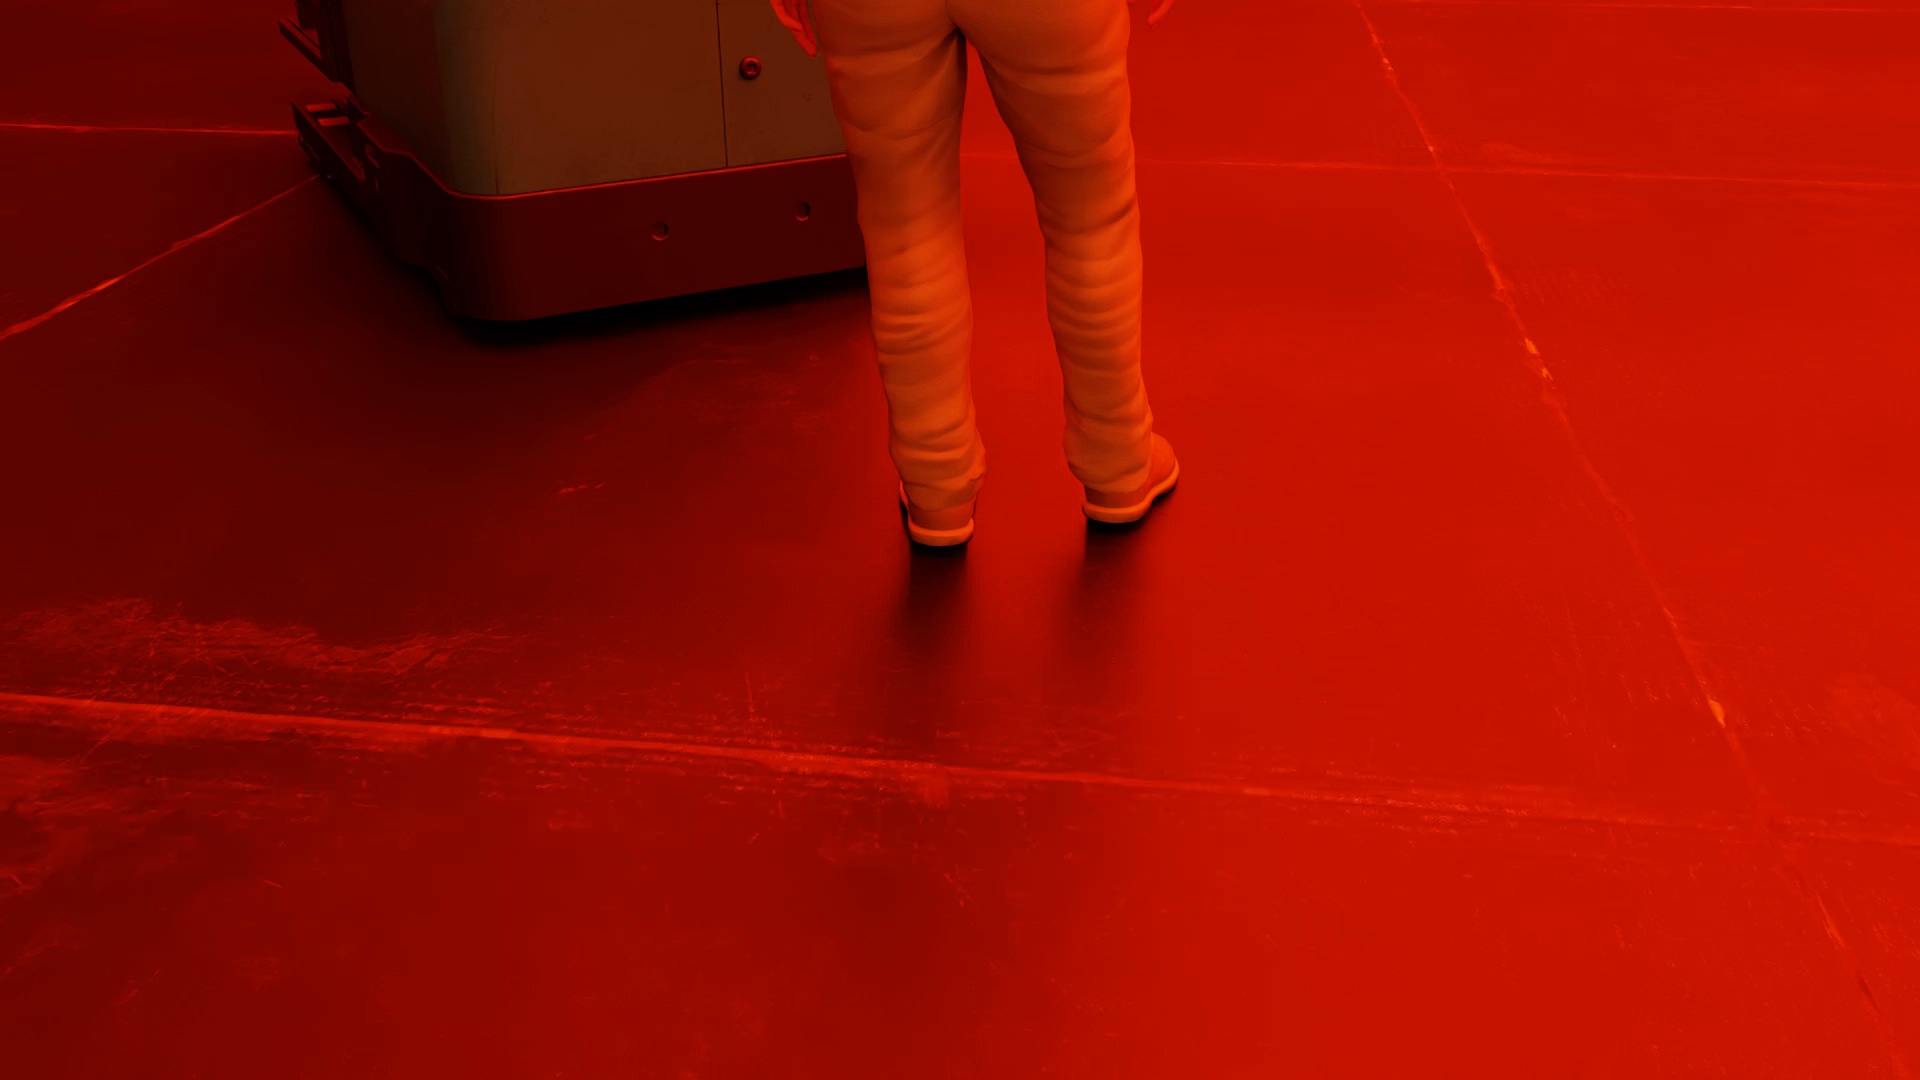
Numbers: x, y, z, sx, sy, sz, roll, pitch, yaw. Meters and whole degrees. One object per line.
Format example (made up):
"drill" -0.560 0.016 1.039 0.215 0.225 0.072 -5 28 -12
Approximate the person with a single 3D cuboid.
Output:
"person" 0.033 -0.784 2.190 0.598 1.670 0.529 3 27 7

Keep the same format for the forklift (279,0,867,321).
"forklift" -1.172 -2.352 3.933 1.130 2.935 3.031 -14 30 -25
